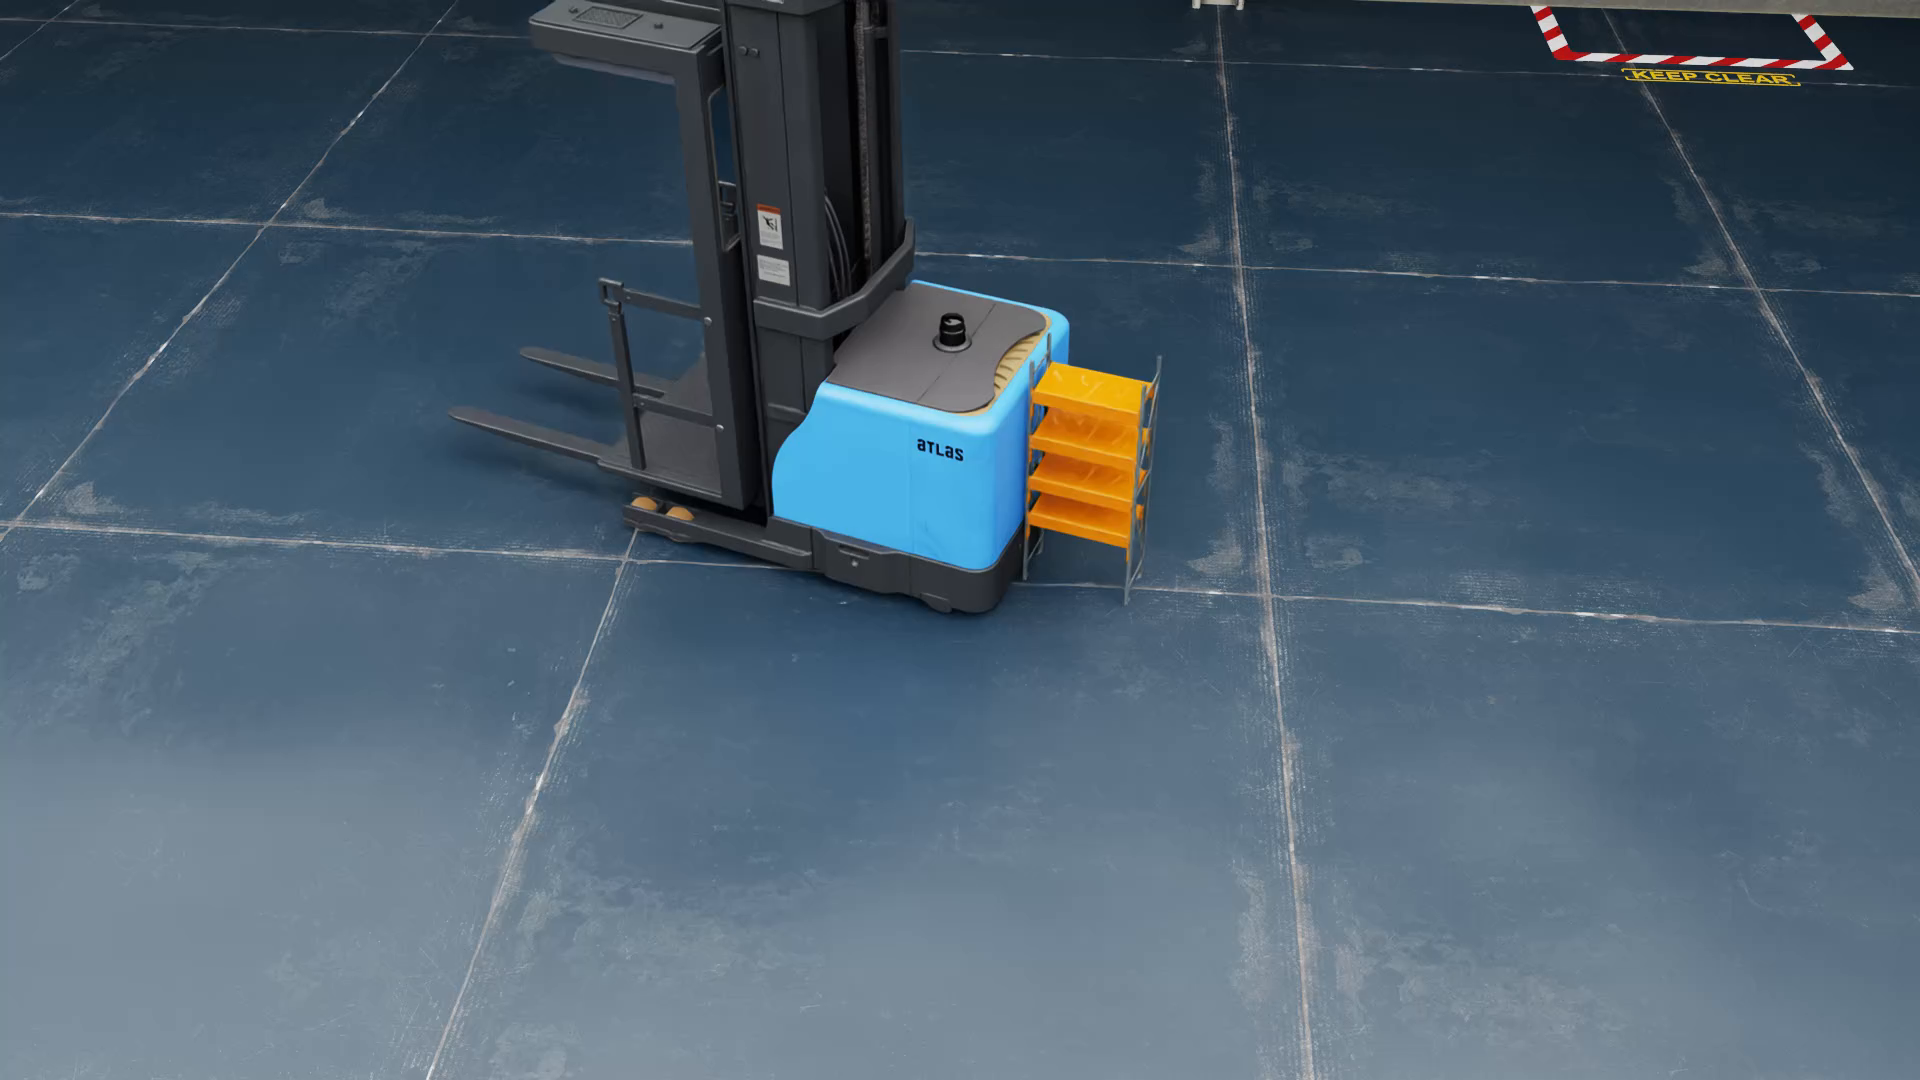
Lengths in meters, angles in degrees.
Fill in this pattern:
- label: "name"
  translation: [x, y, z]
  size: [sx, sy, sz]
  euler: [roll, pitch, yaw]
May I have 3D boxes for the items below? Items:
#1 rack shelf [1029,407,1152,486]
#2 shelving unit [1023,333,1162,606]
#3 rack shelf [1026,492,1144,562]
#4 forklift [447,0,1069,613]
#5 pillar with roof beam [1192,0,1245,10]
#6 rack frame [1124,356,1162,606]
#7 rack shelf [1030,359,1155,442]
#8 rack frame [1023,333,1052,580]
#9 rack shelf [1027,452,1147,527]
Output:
- label: "rack shelf"
  translation: [0.568, -0.414, 7.231]
  size: [0.480, 0.148, 0.258]
  euler: [14, 41, 17]
- label: "shelving unit"
  translation: [0.568, -0.293, 7.330]
  size: [0.503, 1.200, 0.258]
  euler: [14, 41, 17]
- label: "rack shelf"
  translation: [0.568, -0.087, 7.498]
  size: [0.480, 0.148, 0.258]
  euler: [14, 41, 17]
- label: "forklift"
  translation: [-1.058, -1.416, 7.339]
  size: [3.031, 2.935, 1.130]
  euler: [15, 42, 18]
- label: "pillar with roof beam"
  translation: [1.665, -5.045, 6.990]
  size: [0.400, 9.000, 9.100]
  euler: [3, 39, 4]
- label: "rack frame"
  translation: [0.795, -0.236, 7.260]
  size: [0.015, 1.200, 0.240]
  euler: [14, 41, 17]
- label: "rack shelf"
  translation: [0.568, -0.598, 7.082]
  size: [0.480, 0.148, 0.258]
  euler: [14, 41, 17]
- label: "rack frame"
  translation: [0.342, -0.350, 7.400]
  size: [0.015, 1.200, 0.240]
  euler: [14, 41, 17]
- label: "rack shelf"
  translation: [0.568, -0.241, 7.373]
  size: [0.480, 0.148, 0.258]
  euler: [14, 41, 17]
